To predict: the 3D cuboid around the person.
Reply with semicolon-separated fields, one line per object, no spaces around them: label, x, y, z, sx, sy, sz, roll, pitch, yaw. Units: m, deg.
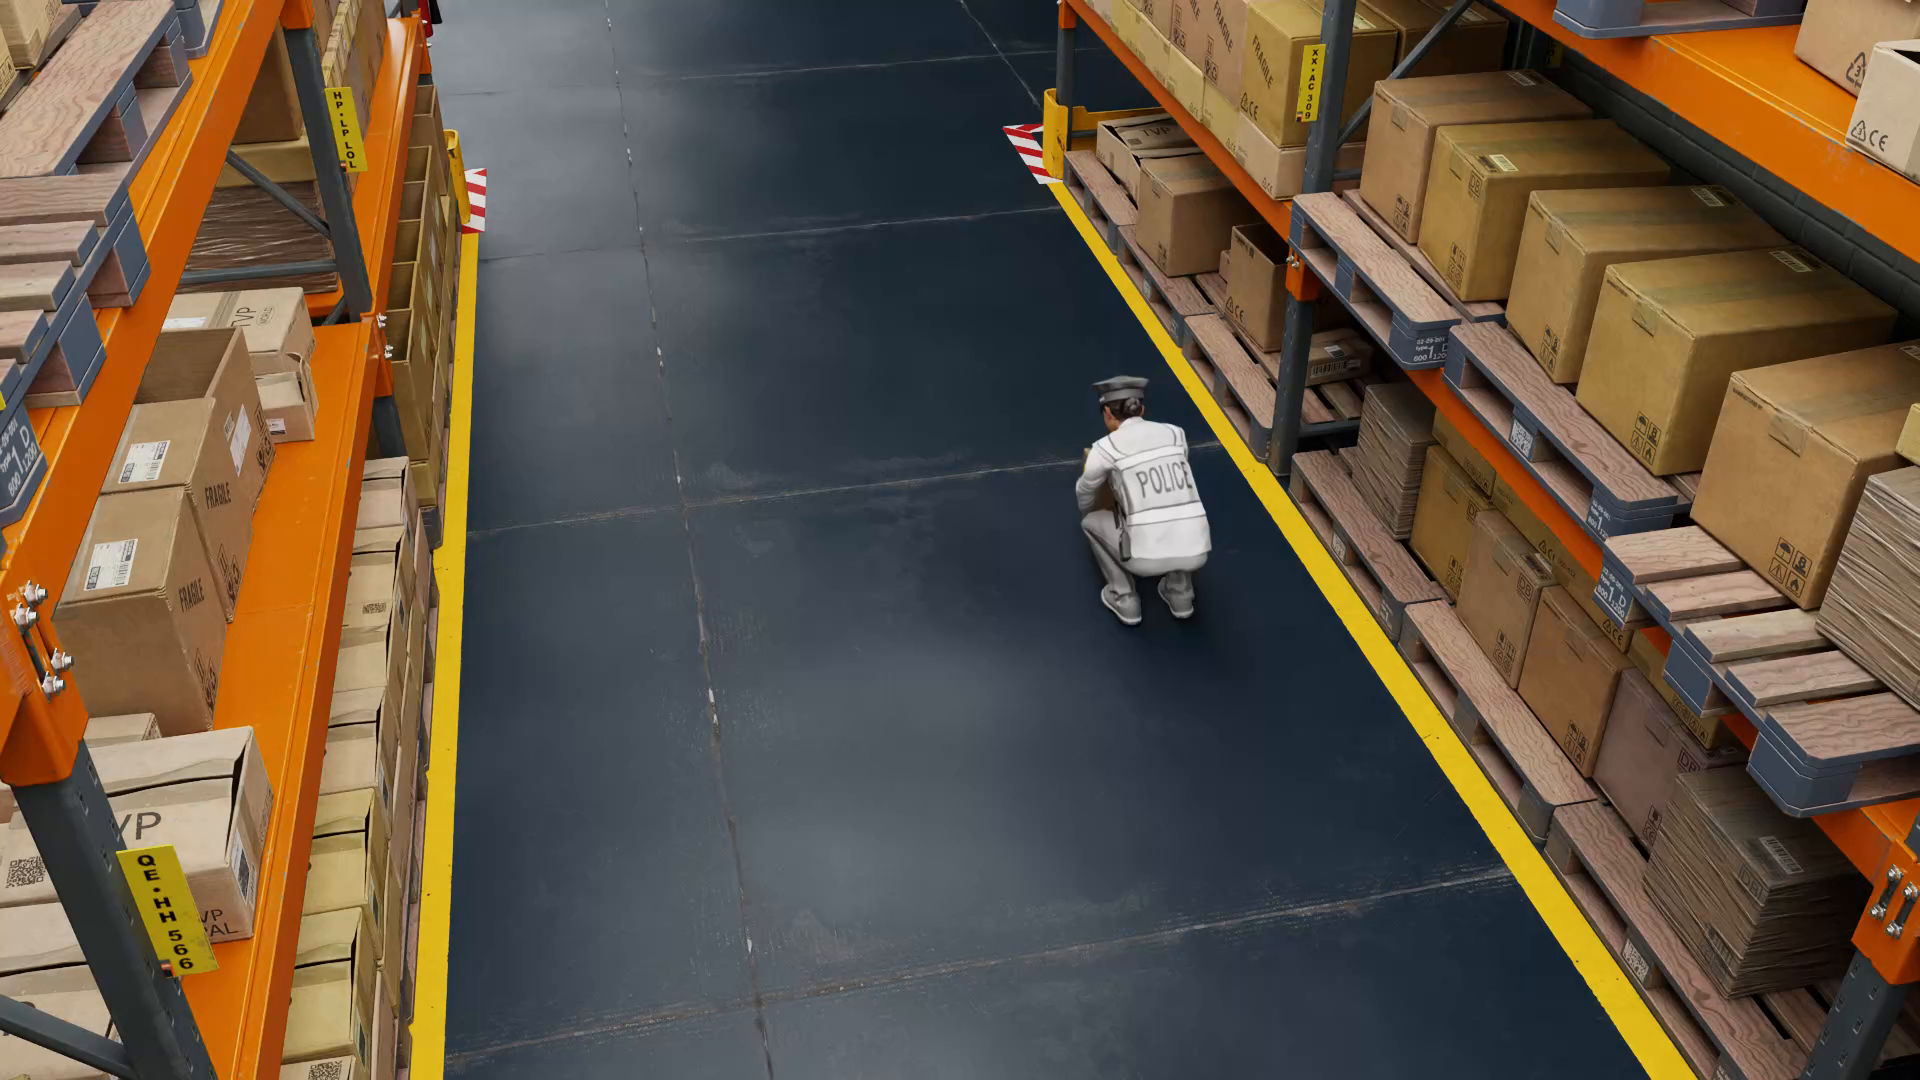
person;0.777;-0.185;7.043;0.494;0.961;0.830;-7;35;-10
